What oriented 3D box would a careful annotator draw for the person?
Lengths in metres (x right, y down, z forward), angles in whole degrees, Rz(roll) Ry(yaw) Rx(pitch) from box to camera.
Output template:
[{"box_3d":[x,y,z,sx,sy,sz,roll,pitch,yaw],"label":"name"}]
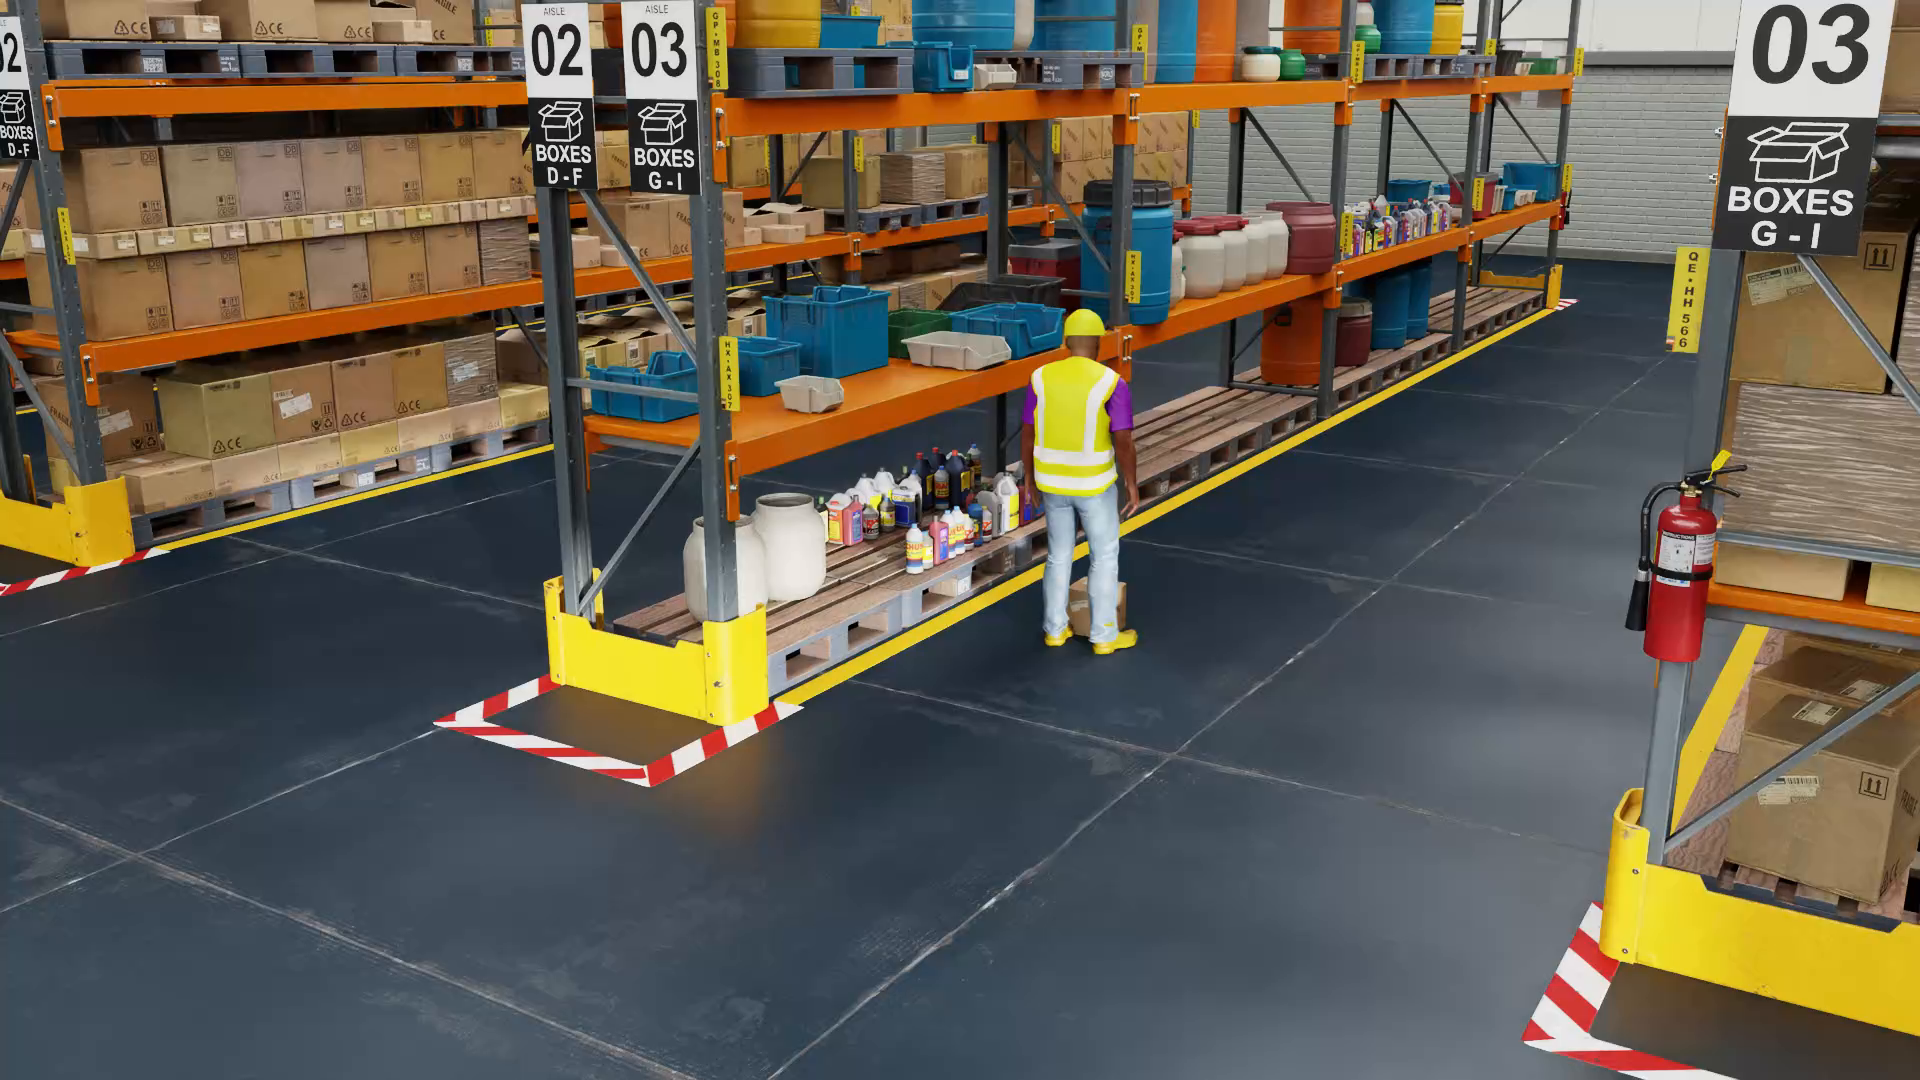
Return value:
[{"box_3d":[0.620,-0.304,8.557,0.634,1.760,0.460,8,18,27],"label":"person"}]
